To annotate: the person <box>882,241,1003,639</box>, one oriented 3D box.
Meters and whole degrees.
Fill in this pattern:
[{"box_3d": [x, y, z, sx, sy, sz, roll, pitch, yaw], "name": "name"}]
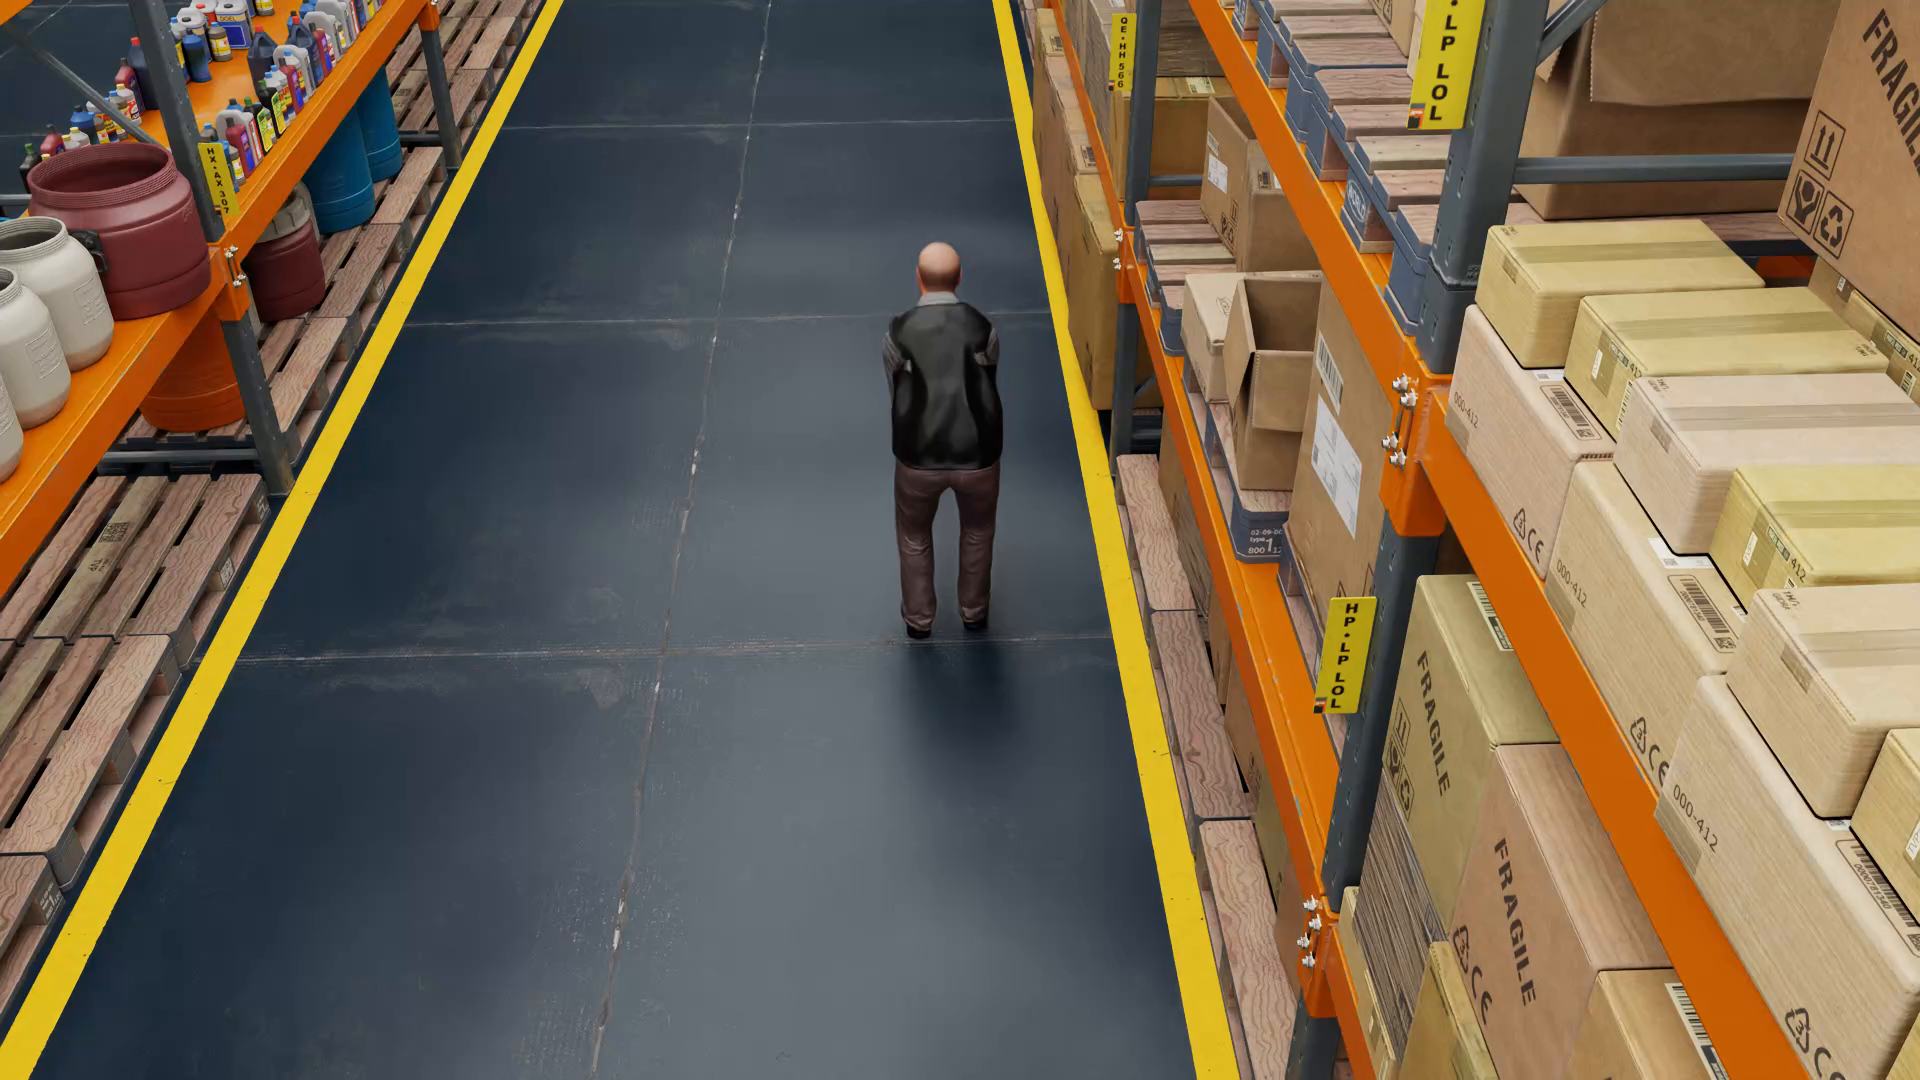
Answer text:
[{"box_3d": [-0.069, -0.366, 6.765, 0.471, 1.640, 0.612, -2, 35, -3], "name": "person"}]
